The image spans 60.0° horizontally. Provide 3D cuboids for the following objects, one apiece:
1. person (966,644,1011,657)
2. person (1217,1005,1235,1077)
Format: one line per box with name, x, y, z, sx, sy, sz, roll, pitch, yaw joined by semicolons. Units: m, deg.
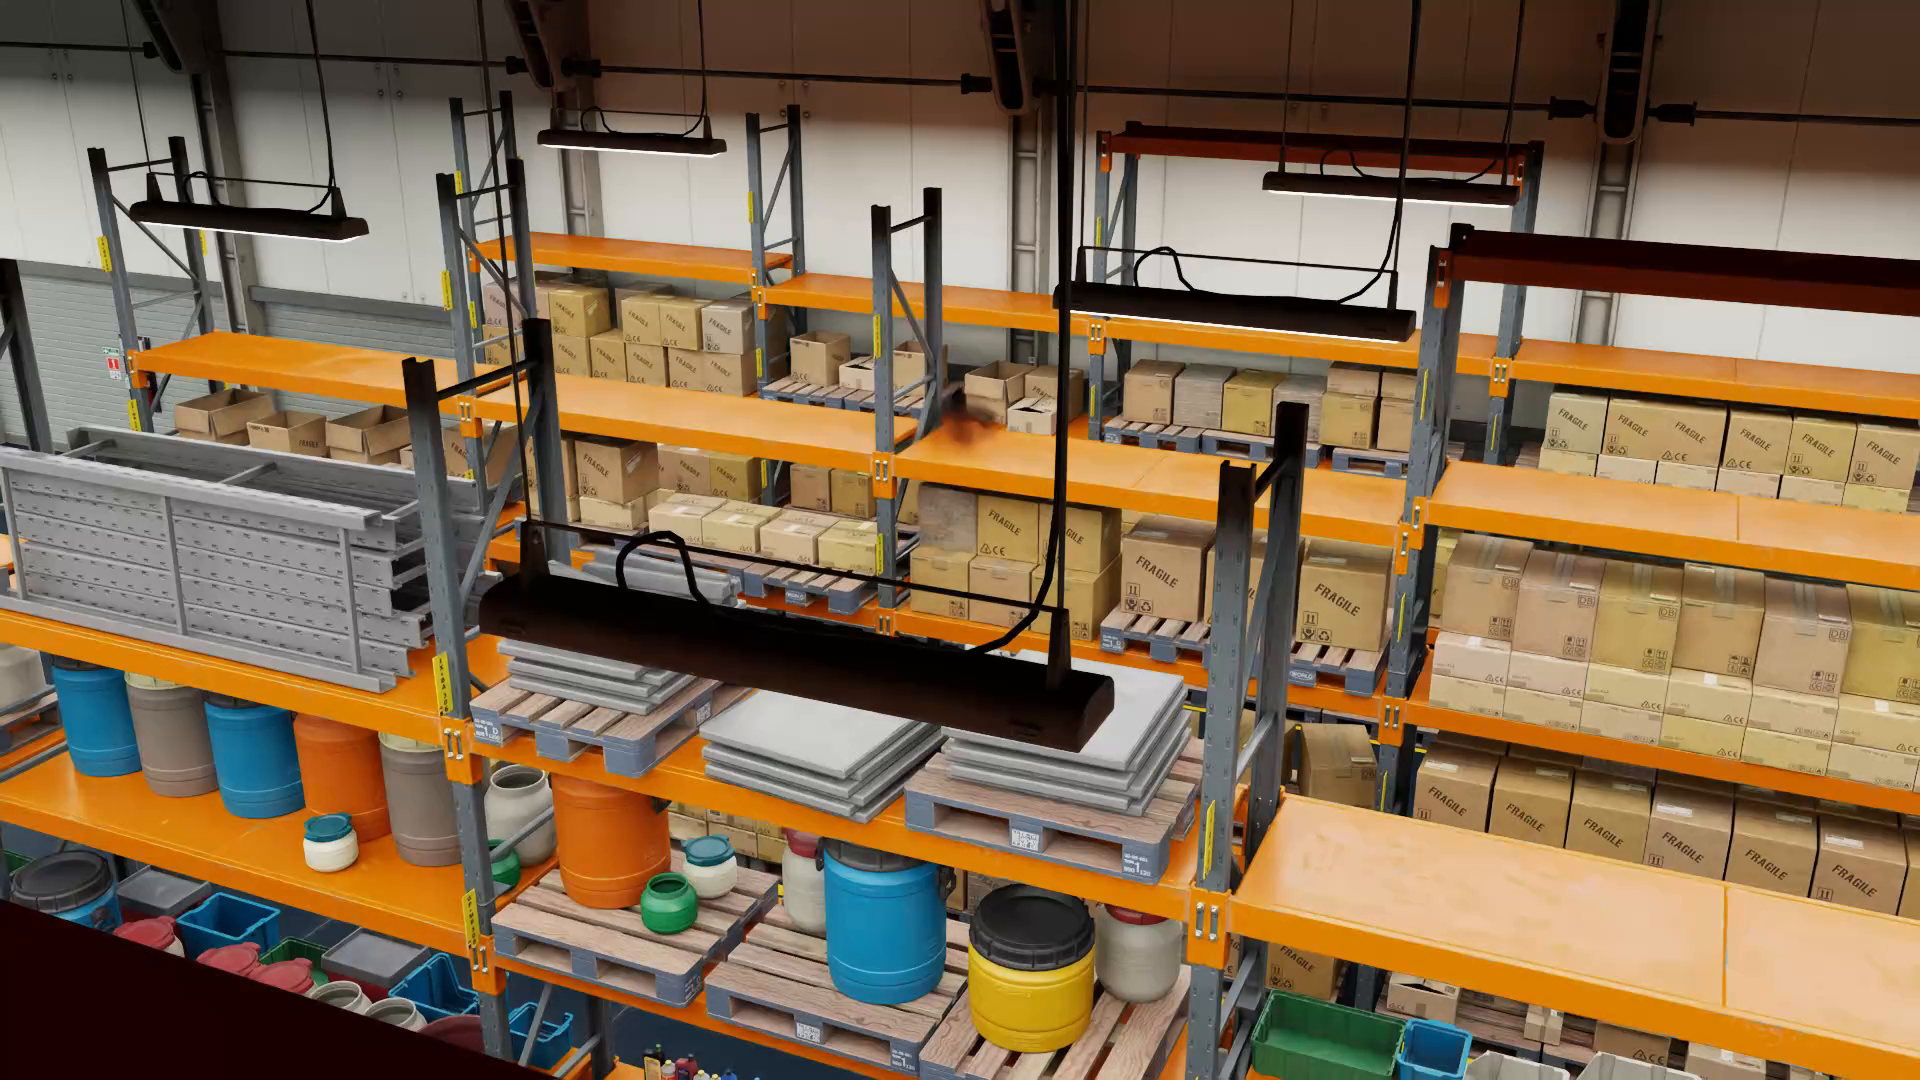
person;0.254;1.424;16.485;0.507;1.675;0.496;-11;23;-27
person;1.694;3.657;10.676;0.496;1.594;0.342;10;23;26
